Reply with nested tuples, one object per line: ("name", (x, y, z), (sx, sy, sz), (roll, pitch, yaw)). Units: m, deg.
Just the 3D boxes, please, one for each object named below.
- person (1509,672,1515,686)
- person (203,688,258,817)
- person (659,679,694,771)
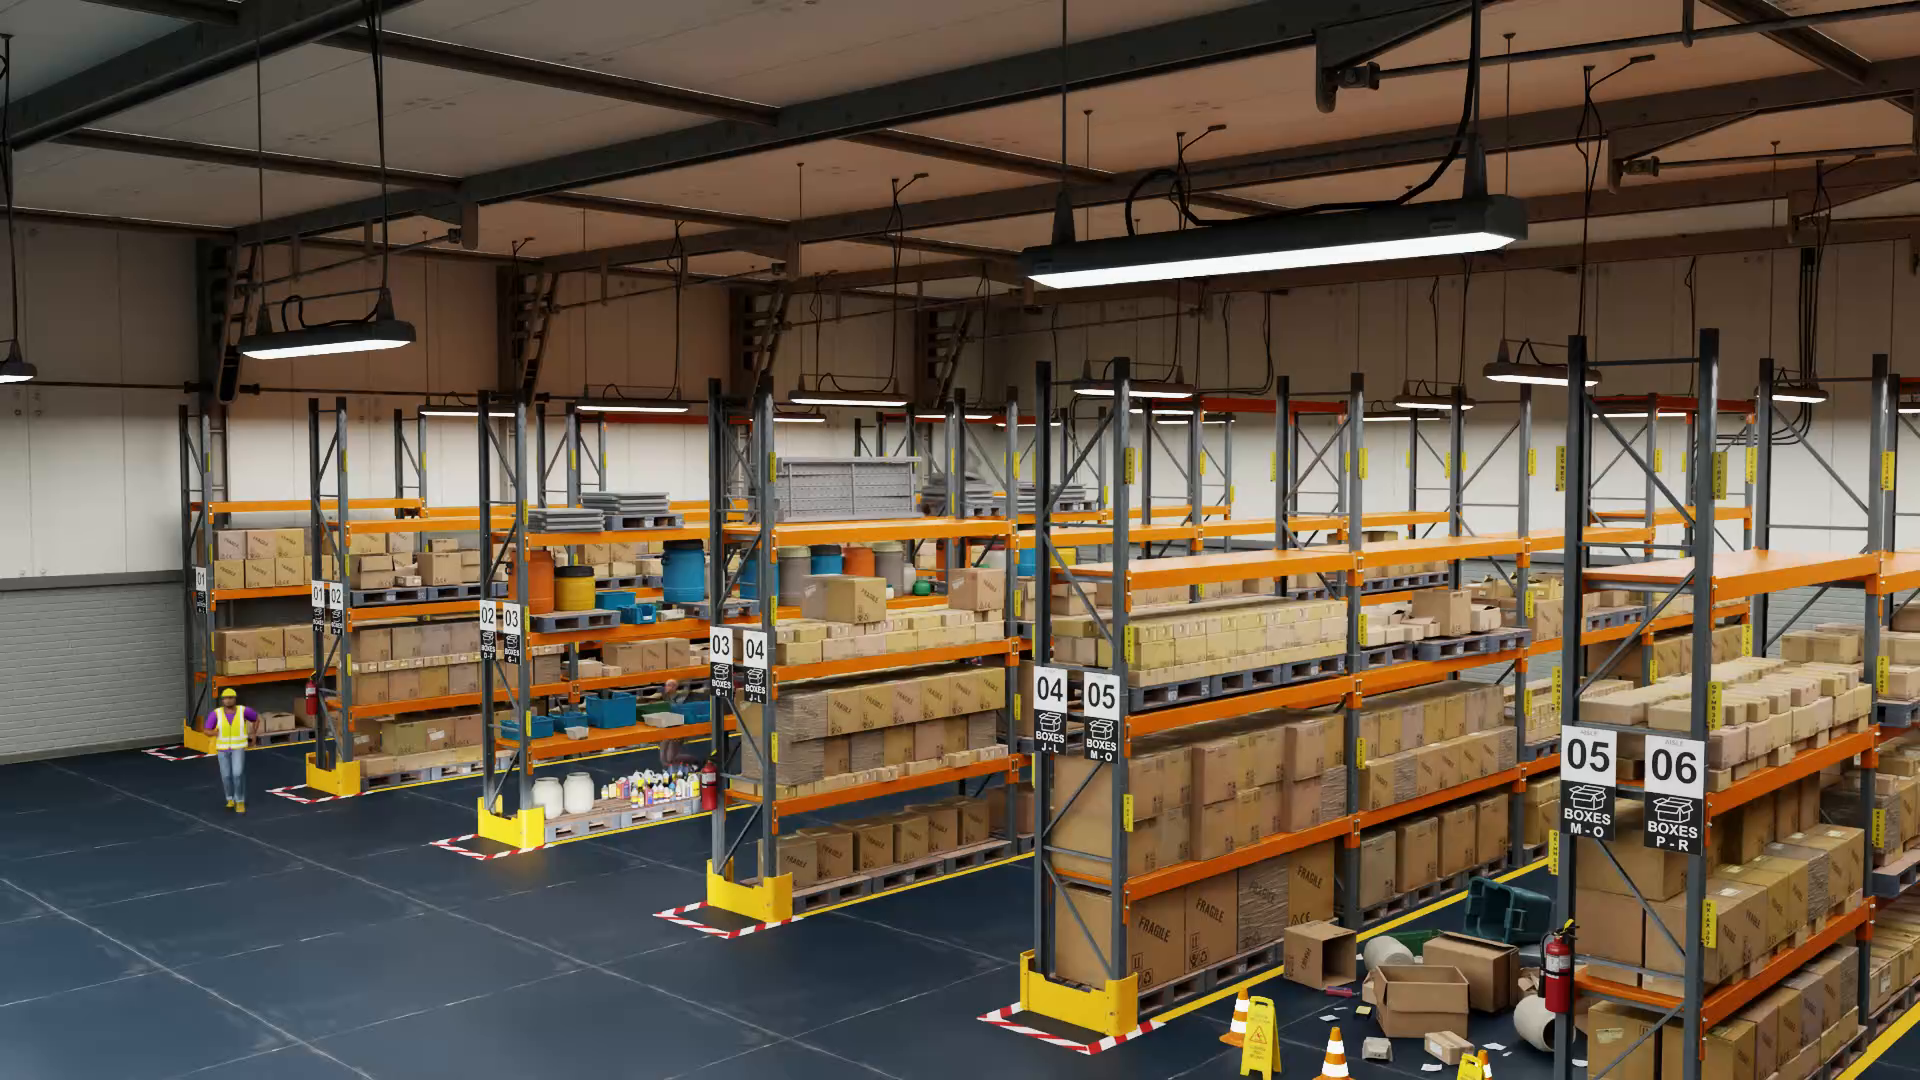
("person", (8.733, 2.918, 25.887), (0.935, 1.784, 0.666), (-2, 4, -38))
("person", (-10.459, 3.022, 23.833), (0.701, 1.814, 0.746), (-1, 3, -16))
("person", (-4.457, 2.983, 25.721), (0.646, 1.673, 0.618), (3, 4, 40))
